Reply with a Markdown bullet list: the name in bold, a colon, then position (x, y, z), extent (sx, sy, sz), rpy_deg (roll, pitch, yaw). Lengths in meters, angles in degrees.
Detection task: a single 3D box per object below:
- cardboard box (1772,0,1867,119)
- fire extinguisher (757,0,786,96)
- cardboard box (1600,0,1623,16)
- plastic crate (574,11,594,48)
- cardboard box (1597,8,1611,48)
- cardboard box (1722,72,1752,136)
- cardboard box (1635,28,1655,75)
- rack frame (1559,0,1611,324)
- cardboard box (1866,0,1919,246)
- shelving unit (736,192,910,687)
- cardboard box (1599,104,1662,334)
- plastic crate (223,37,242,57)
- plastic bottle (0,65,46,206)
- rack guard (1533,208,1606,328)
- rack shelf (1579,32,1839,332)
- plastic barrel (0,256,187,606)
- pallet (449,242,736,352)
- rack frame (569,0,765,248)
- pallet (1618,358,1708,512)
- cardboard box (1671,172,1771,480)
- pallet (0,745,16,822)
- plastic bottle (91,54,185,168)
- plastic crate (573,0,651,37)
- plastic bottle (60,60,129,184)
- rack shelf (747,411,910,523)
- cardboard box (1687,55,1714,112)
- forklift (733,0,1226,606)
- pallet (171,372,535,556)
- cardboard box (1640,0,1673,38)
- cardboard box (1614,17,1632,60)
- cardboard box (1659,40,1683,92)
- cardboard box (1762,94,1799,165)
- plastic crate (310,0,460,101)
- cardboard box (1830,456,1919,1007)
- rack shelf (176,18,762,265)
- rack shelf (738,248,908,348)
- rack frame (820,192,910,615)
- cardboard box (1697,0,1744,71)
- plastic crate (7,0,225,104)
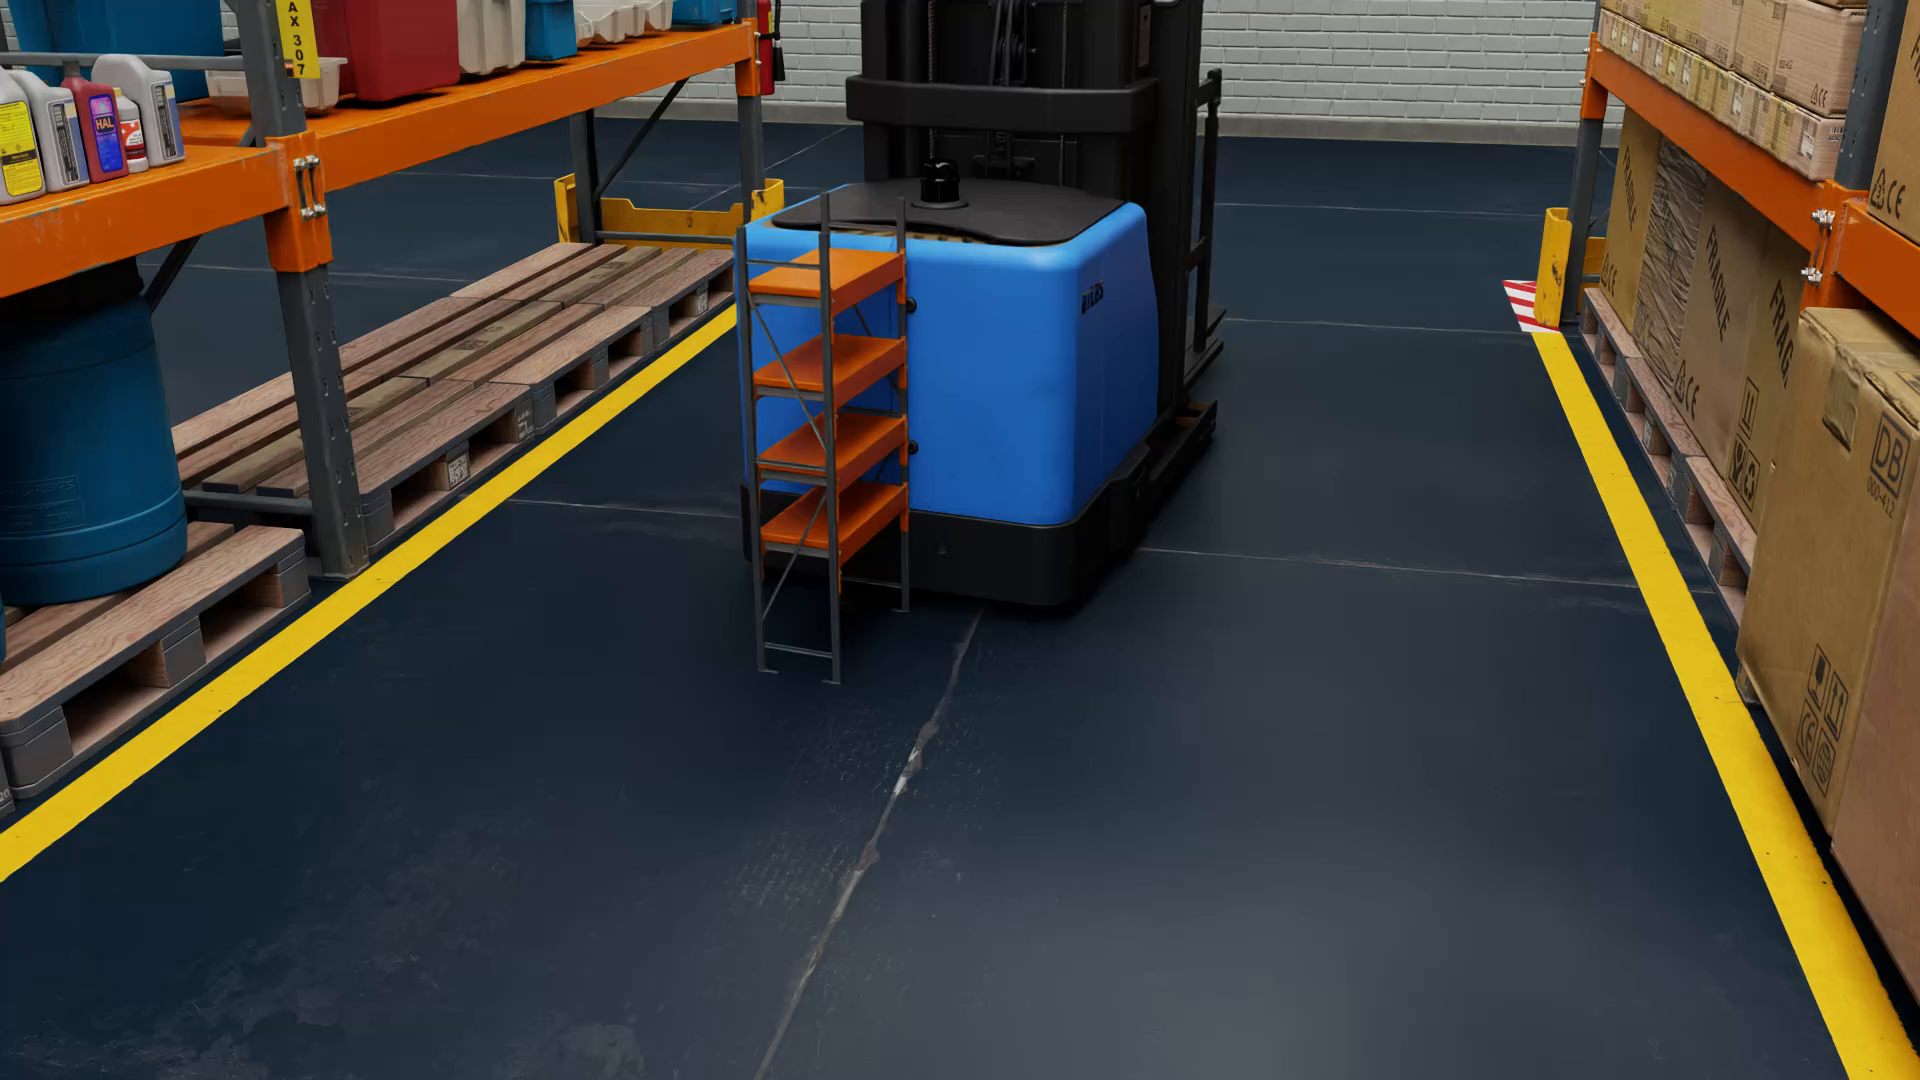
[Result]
- **cardboard box**: position (2.358, -1.195, 4.109), extent (0.500, 0.250, 0.500), rpy_deg (4, 22, 10)
- **fire extinguisher**: position (-1.032, -2.597, 8.390), extent (0.296, 0.674, 0.183), rpy_deg (4, 22, 11)
- **cardboard box**: position (2.978, -2.322, 6.906), extent (0.500, 0.250, 0.500), rpy_deg (4, 22, 9)
- **plastic crate**: position (-1.646, -2.061, 6.728), extent (0.298, 0.136, 0.250), rpy_deg (4, 22, 11)
- **cardboard box**: position (2.945, -2.187, 7.105), extent (0.380, 0.149, 0.250), rpy_deg (5, 22, 12)
- **cardboard box**: position (2.423, -1.247, 4.772), extent (0.380, 0.149, 0.250), rpy_deg (5, 22, 12)
- **cardboard box**: position (2.737, -1.811, 6.171), extent (0.380, 0.149, 0.250), rpy_deg (4, 22, 10)
- **rack frame**: position (3.341, -2.408, 7.318), extent (1.000, 3.000, 0.127), rpy_deg (4, 22, 11)
- **cardboard box**: position (2.186, -0.843, 3.297), extent (0.500, 0.500, 0.500), rpy_deg (5, 22, 11)
- **shelving unit**: position (-0.343, -0.273, 4.424), extent (0.258, 1.200, 0.503), rpy_deg (8, 23, 19)
- **cardboard box**: position (3.288, -1.377, 7.040), extent (0.875, 0.875, 0.875), rpy_deg (4, 22, 11)
- **plastic crate**: position (-2.359, -1.653, 5.731), extent (0.437, 0.125, 0.590), rpy_deg (4, 22, 11)
- **plastic bottle**: position (-2.191, -0.939, 3.736), extent (0.144, 0.351, 0.185), rpy_deg (4, 22, 11)
- **rack guard**: position (3.346, -1.257, 7.807), extent (1.175, 0.500, 0.348), rpy_deg (4, 22, 11)
- **rack shelf**: position (2.933, -1.343, 5.636), extent (1.077, 0.370, 4.000), rpy_deg (4, 22, 11)
- **plastic barrel**: position (-2.452, -0.347, 4.446), extent (0.600, 0.901, 0.708), rpy_deg (4, 22, 11)
- **pallet**: position (-1.714, -1.194, 8.035), extent (1.003, 0.211, 1.213), rpy_deg (4, 22, 11)
- **rack frame**: position (-1.508, -2.786, 8.255), extent (1.000, 3.000, 0.127), rpy_deg (4, 22, 11)
- **pallet**: position (3.003, -0.371, 5.993), extent (1.003, 0.211, 1.213), rpy_deg (4, 22, 11)
- **cardboard box**: position (2.921, -0.719, 5.406), extent (0.875, 0.875, 0.875), rpy_deg (4, 22, 11)
- **pallet**: position (-2.769, 0.697, 3.340), extent (1.003, 0.211, 1.213), rpy_deg (4, 22, 11)
- **plastic bottle**: position (-2.088, -1.097, 4.227), extent (0.152, 0.276, 0.135), rpy_deg (4, 22, 11)
- **plastic crate**: position (-1.570, -2.274, 7.258), extent (0.396, 0.136, 0.243), rpy_deg (4, 22, 11)
- **plastic bottle**: position (-2.091, -1.012, 4.007), extent (0.061, 0.283, 0.133), rpy_deg (4, 22, 11)
- **rack shelf**: position (-0.343, -0.210, 4.450), extent (0.258, 0.148, 0.480), rpy_deg (8, 23, 19)
- **cardboard box**: position (2.528, -1.435, 5.238), extent (0.380, 0.149, 0.250), rpy_deg (4, 22, 10)
- **forklift**: position (0.327, -1.692, 5.632), extent (1.130, 2.935, 3.031), rpy_deg (8, 23, 19)
- **pallet**: position (-2.212, -0.301, 5.819), extent (1.003, 0.211, 1.213), rpy_deg (4, 22, 11)
- **cardboard box**: position (2.773, -1.948, 5.977), extent (0.500, 0.250, 0.500), rpy_deg (4, 22, 9)
- **cardboard box**: position (2.842, -1.999, 6.639), extent (0.380, 0.149, 0.250), rpy_deg (4, 22, 10)
- **cardboard box**: position (2.633, -1.624, 5.708), extent (0.380, 0.149, 0.250), rpy_deg (4, 22, 10)
- **cardboard box**: position (2.318, -1.060, 4.306), extent (0.380, 0.149, 0.250), rpy_deg (5, 22, 12)
- **plastic crate**: position (-1.897, -1.688, 5.363), extent (0.402, 0.464, 0.583), rpy_deg (4, 22, 11)
- **cardboard box**: position (2.232, 0.408, 2.608), extent (1.225, 0.875, 0.875), rpy_deg (4, 22, 9)
- **rack shelf**: position (-1.916, -1.721, 6.574), extent (1.077, 0.370, 4.000), rpy_deg (4, 22, 11)
- **rack shelf**: position (-0.343, -0.637, 4.278), extent (0.258, 0.148, 0.480), rpy_deg (8, 23, 19)
- **rack frame**: position (-0.259, -0.358, 4.637), extent (0.240, 1.200, 0.015), rpy_deg (8, 23, 19)
- **cardboard box**: position (2.565, -1.571, 5.043), extent (0.500, 0.250, 0.500), rpy_deg (5, 22, 12)
- **plastic crate**: position (-2.563, -1.540, 5.103), extent (0.392, 0.384, 0.575), rpy_deg (4, 22, 11)
